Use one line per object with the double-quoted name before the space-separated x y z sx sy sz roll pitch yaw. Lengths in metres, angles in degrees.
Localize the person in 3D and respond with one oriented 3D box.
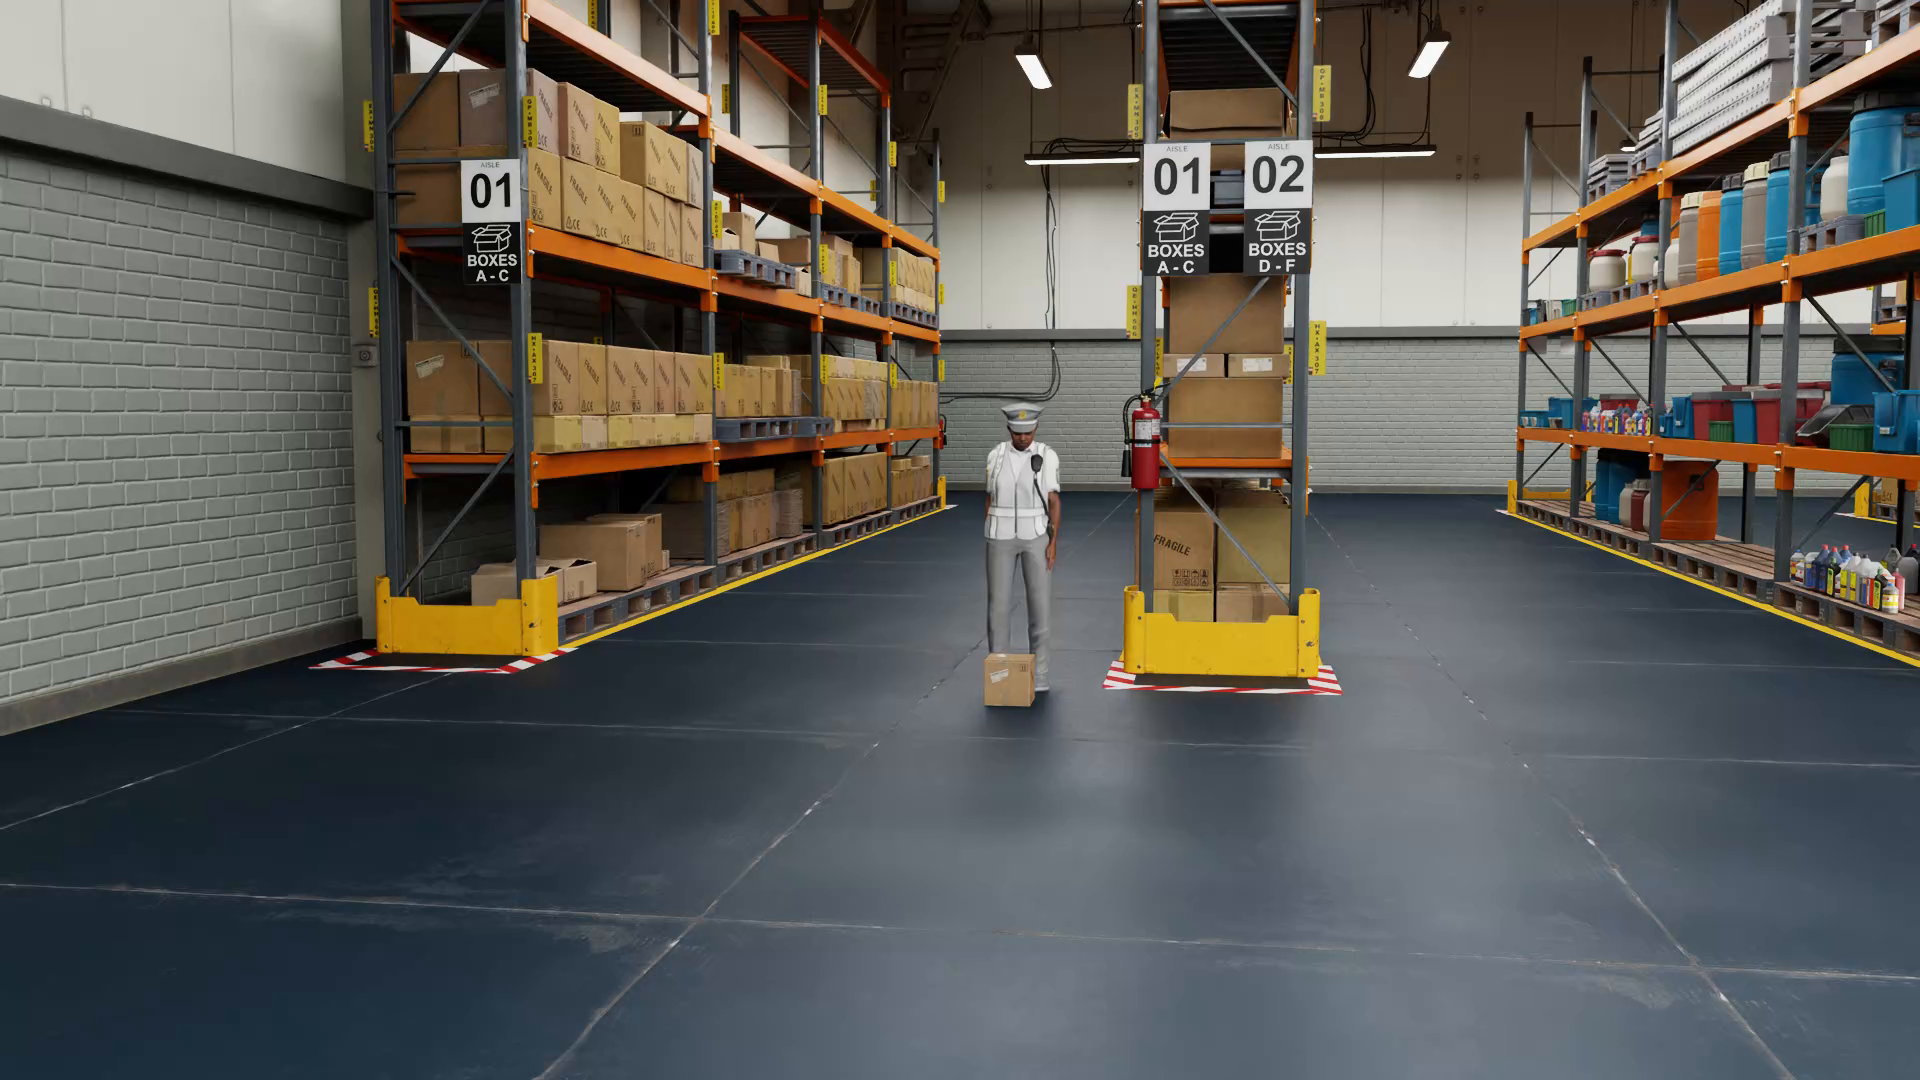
"person" 0.359 0.039 9.554 0.443 1.651 0.351 1 5 8
